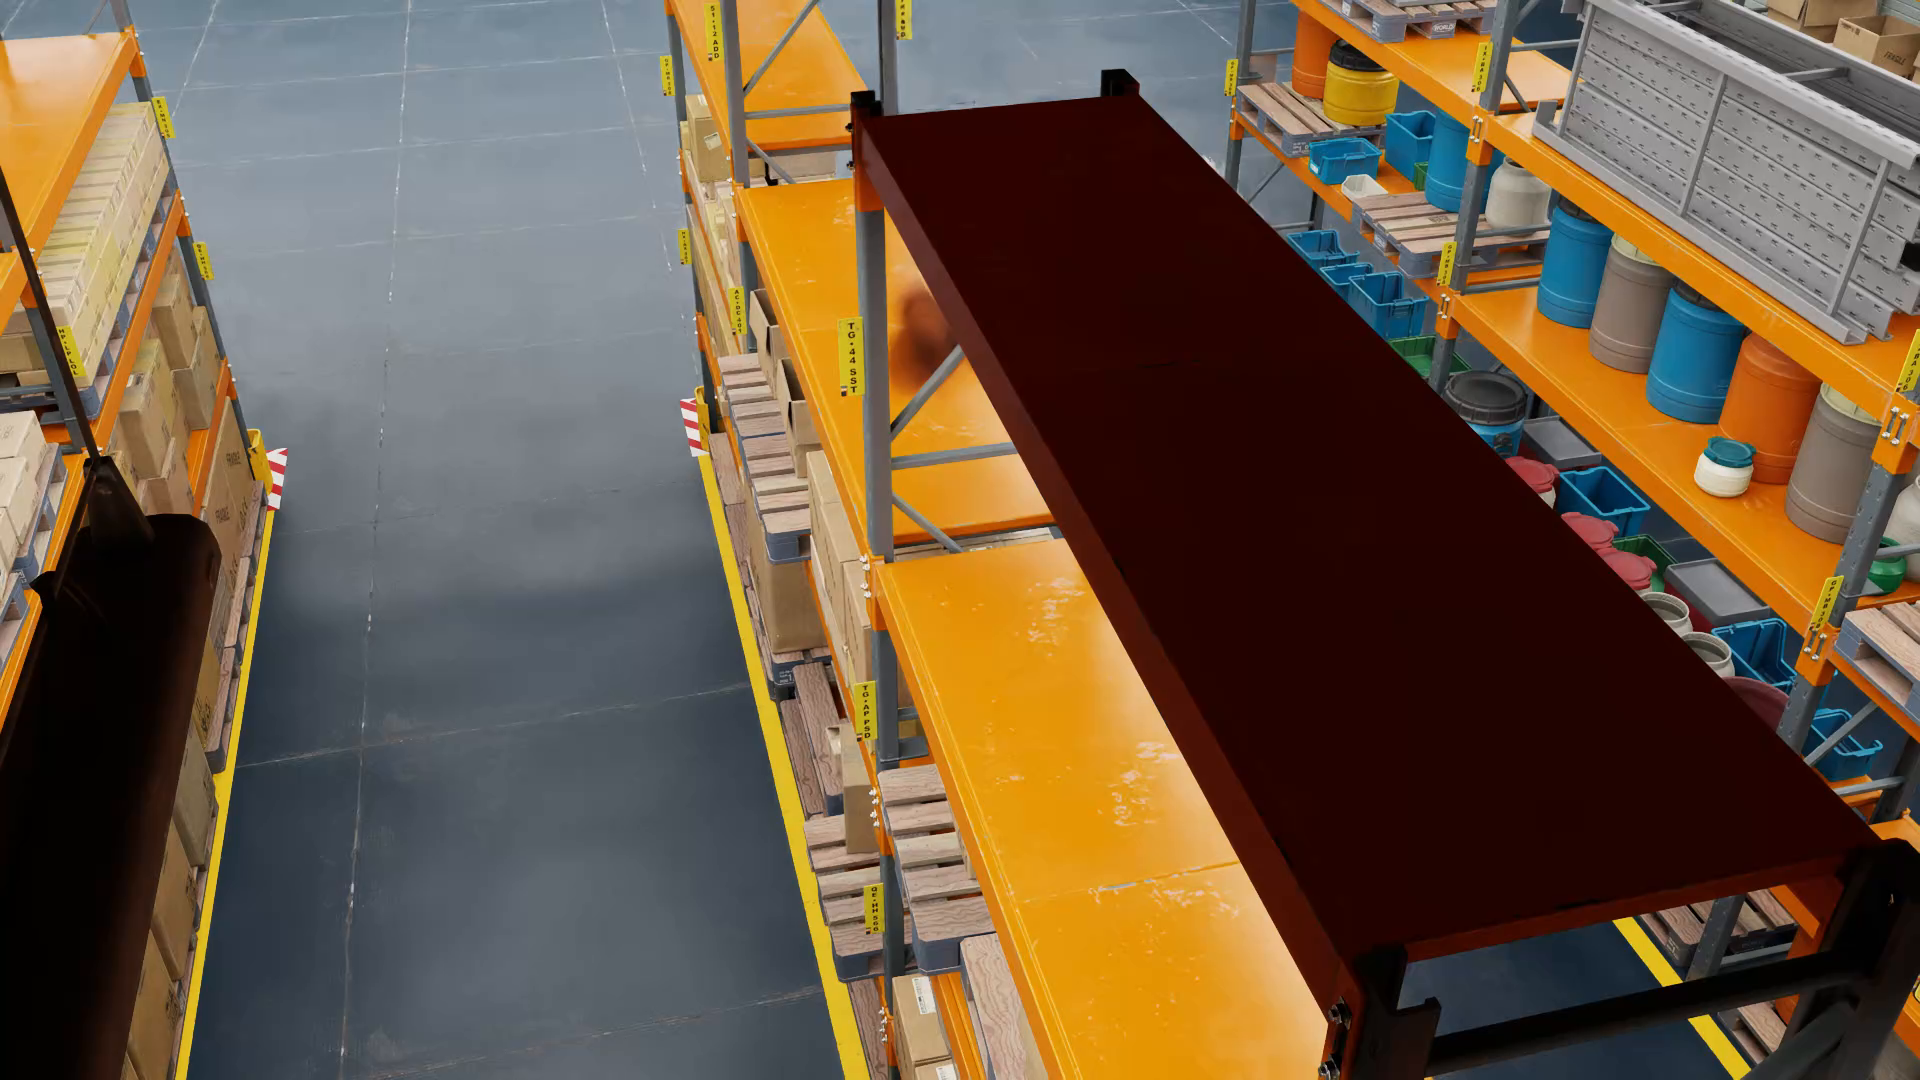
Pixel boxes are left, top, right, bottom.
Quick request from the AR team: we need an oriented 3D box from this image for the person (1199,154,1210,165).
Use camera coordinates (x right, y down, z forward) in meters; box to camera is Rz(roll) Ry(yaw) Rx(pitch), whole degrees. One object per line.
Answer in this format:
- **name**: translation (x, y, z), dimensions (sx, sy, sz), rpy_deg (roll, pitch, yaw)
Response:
- **person**: translation (2.312, -3.117, 17.100), dimensions (0.684, 1.796, 0.677), rpy_deg (5, 35, 7)
